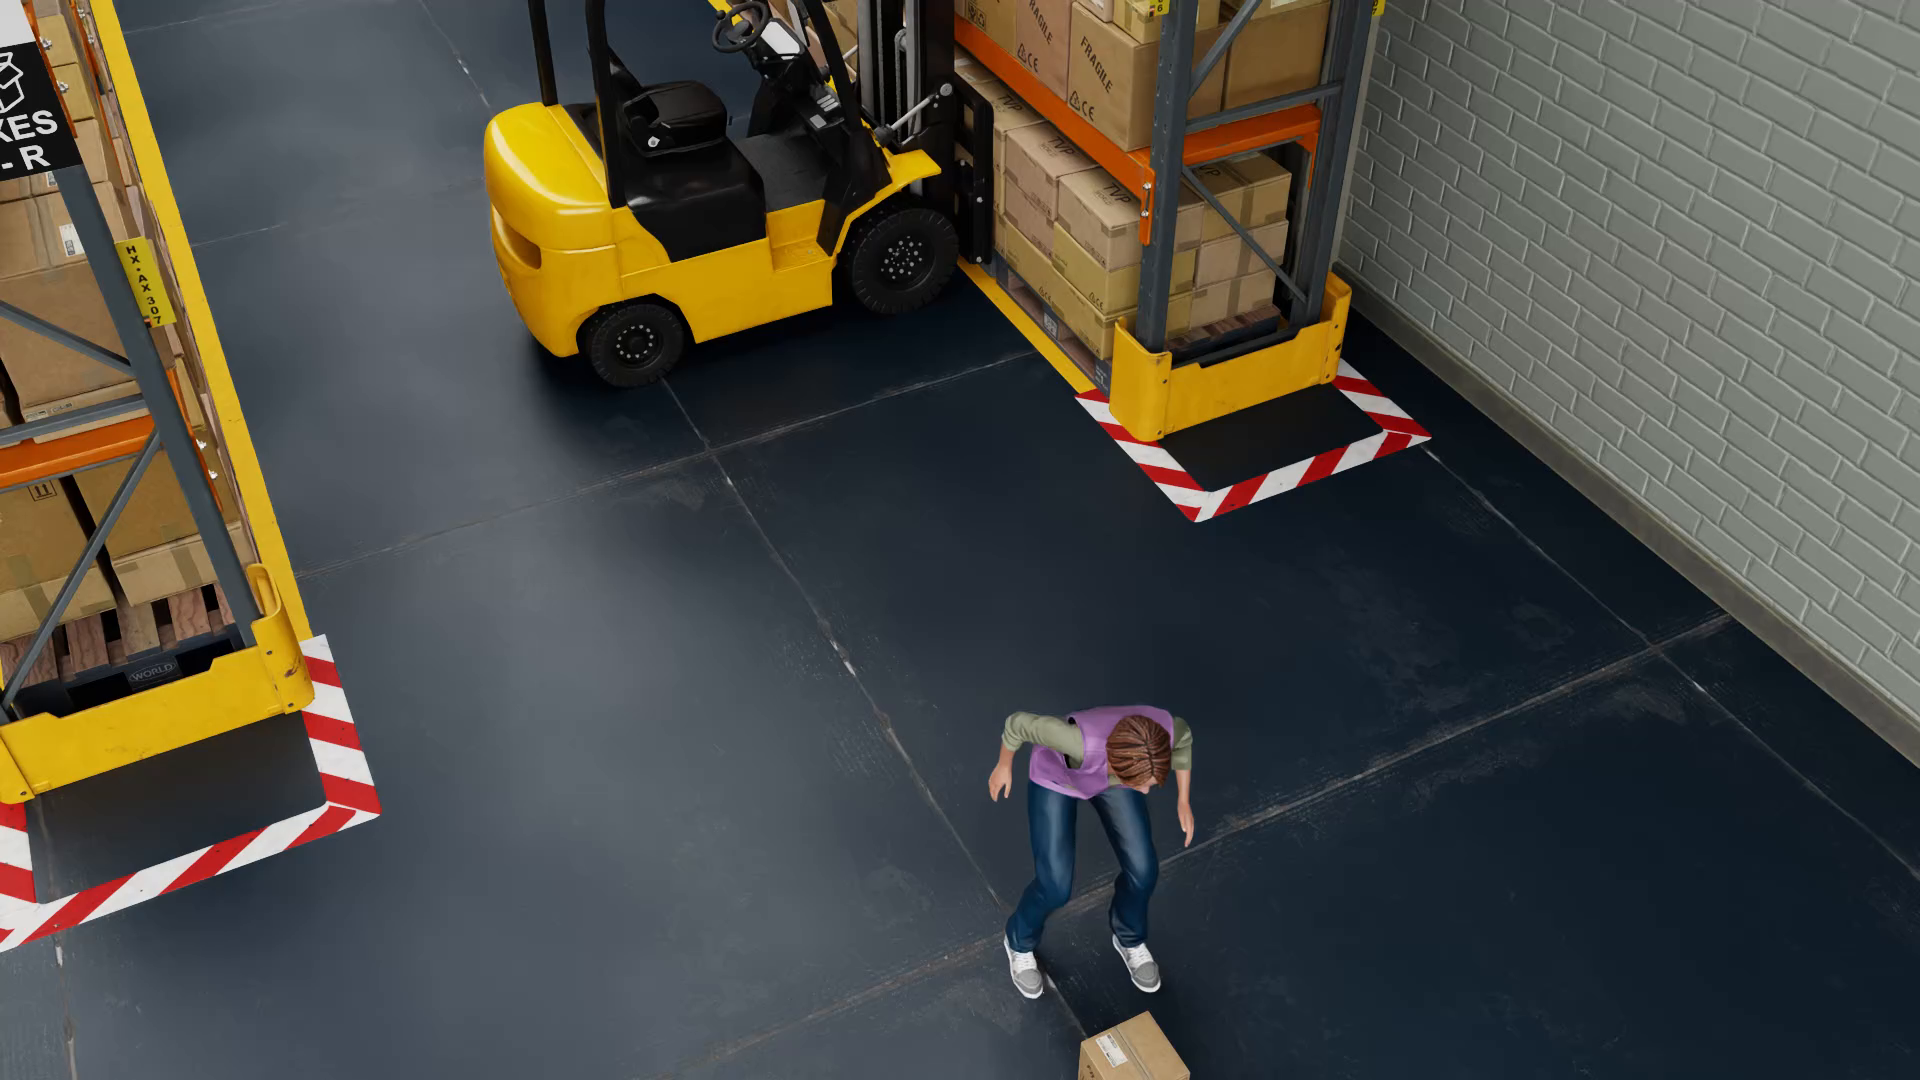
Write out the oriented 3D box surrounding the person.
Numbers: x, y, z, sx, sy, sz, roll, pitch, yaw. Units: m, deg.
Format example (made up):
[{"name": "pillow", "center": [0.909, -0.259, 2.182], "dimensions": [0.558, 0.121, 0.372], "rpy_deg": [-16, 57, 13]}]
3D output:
[{"name": "person", "center": [0.440, 0.906, 5.383], "dimensions": [0.625, 1.312, 0.665], "rpy_deg": [-10, 43, -11]}]
